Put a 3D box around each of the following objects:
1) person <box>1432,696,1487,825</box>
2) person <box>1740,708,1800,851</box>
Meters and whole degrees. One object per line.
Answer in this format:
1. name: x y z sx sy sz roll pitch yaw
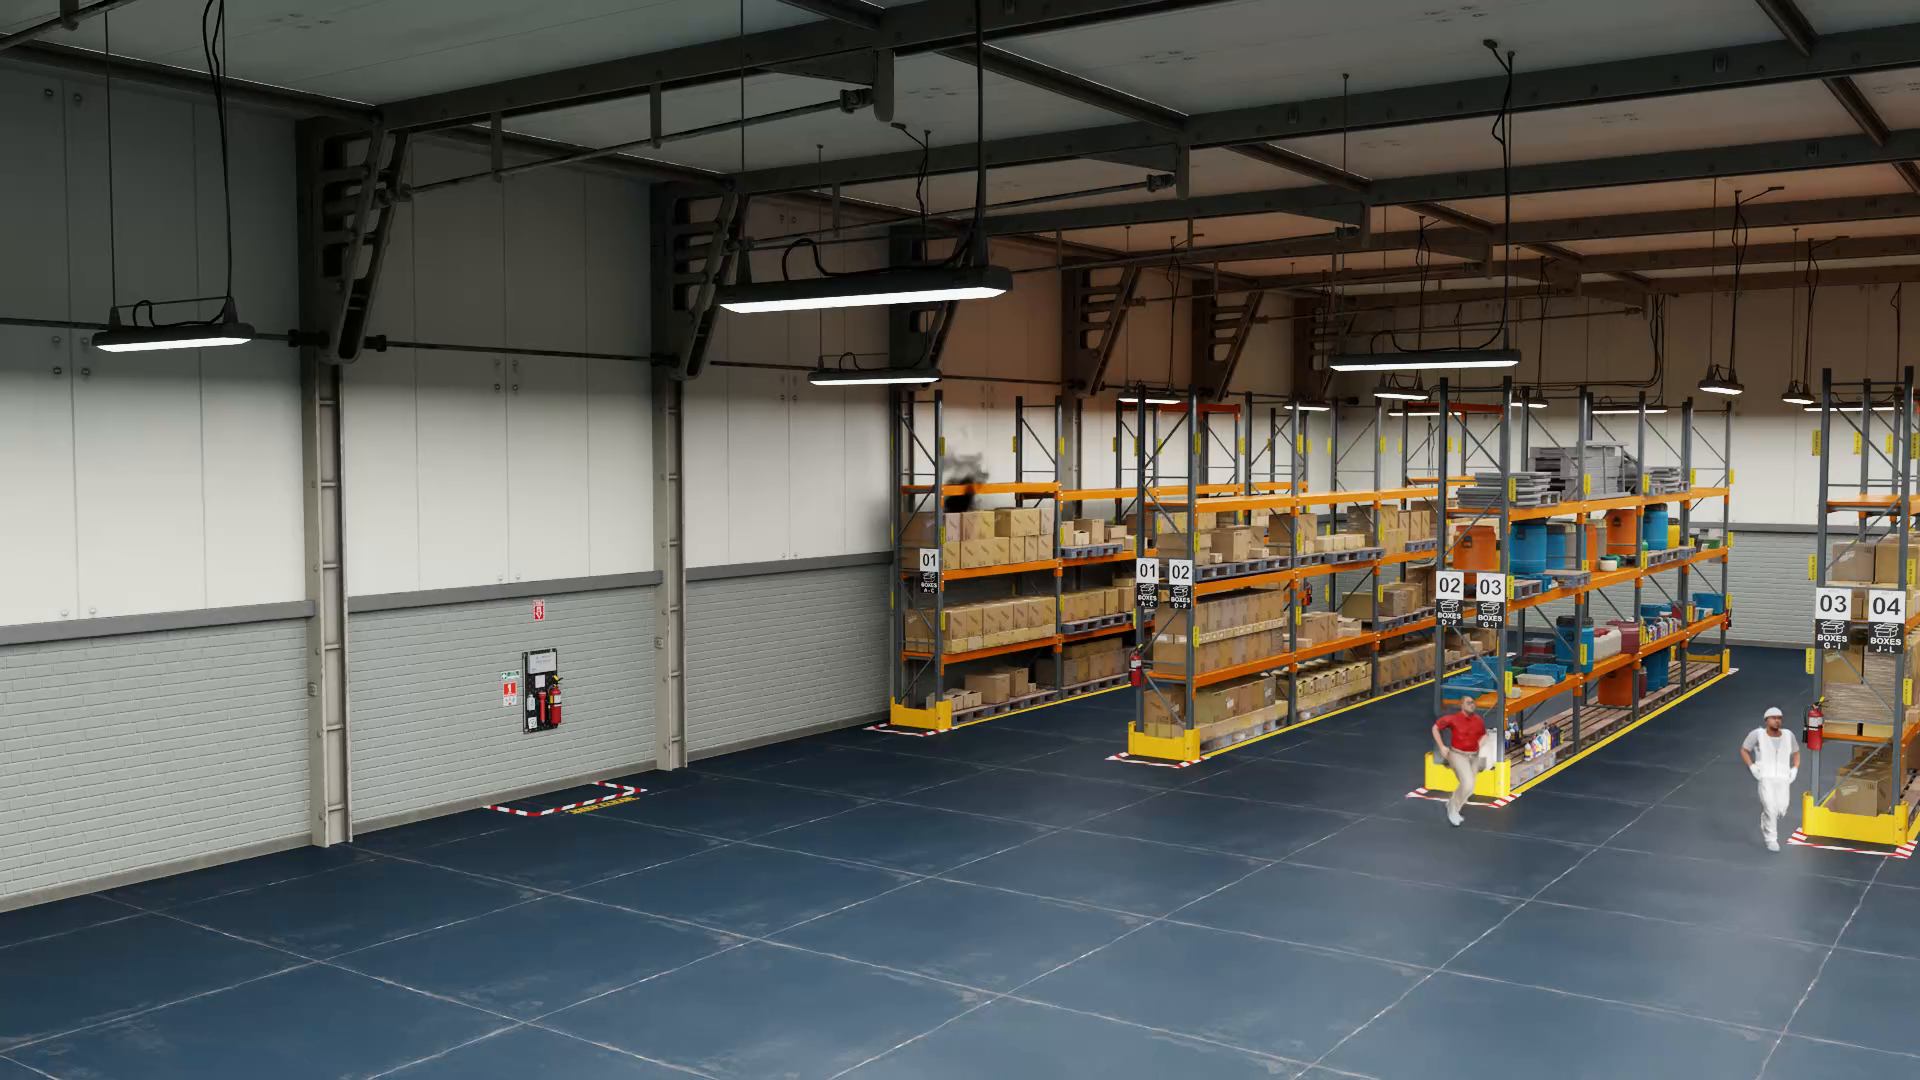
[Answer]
1. person: 6.697 2.916 22.035 0.678 1.700 0.607 -1 4 -25
2. person: 10.160 2.958 20.848 0.697 1.741 0.736 0 3 7
